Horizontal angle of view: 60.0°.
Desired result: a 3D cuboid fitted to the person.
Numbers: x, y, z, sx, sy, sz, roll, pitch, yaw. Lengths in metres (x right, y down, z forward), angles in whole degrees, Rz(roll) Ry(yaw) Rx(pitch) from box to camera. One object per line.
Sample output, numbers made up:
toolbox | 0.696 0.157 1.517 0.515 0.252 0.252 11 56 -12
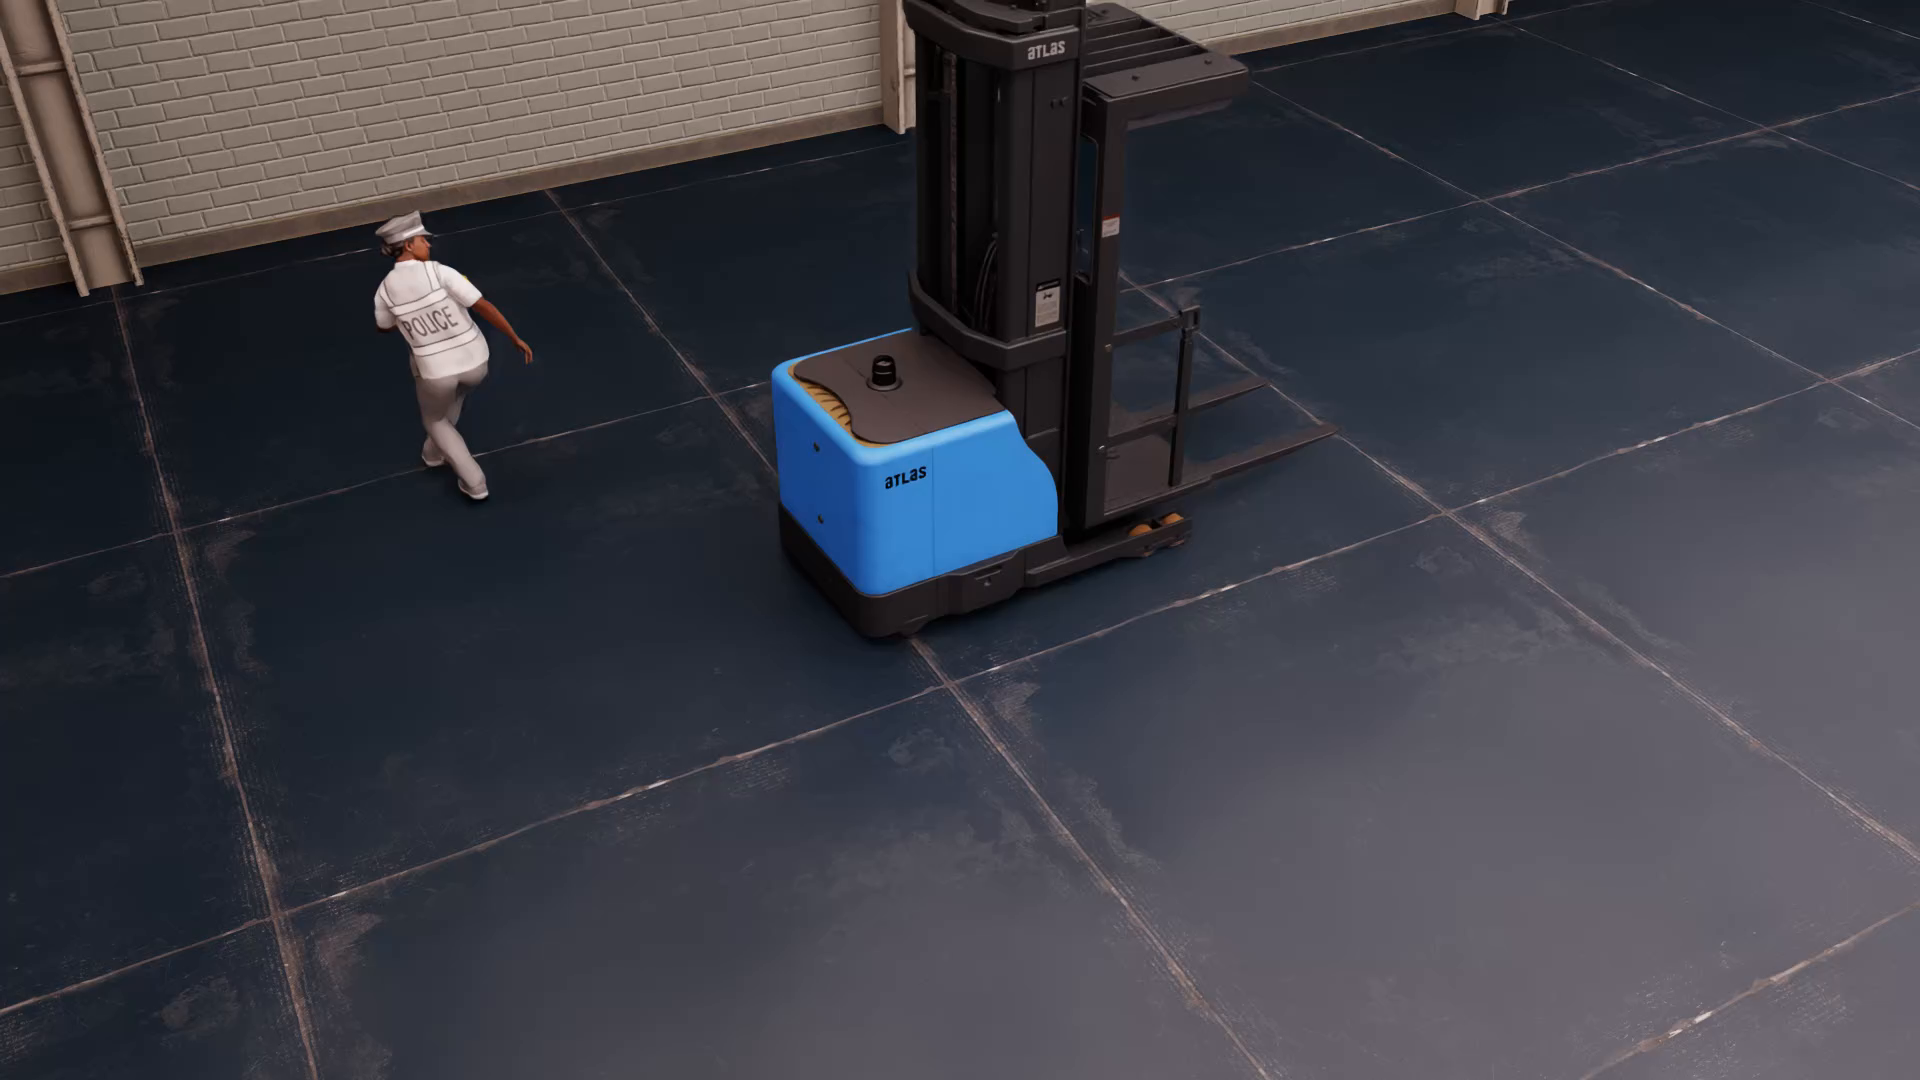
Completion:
person | -2.680 -1.017 8.788 0.704 1.552 0.778 -16 38 -22

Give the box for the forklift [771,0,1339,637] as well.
forklift | 0.612 -1.354 8.038 3.031 2.935 1.130 -19 39 -24
